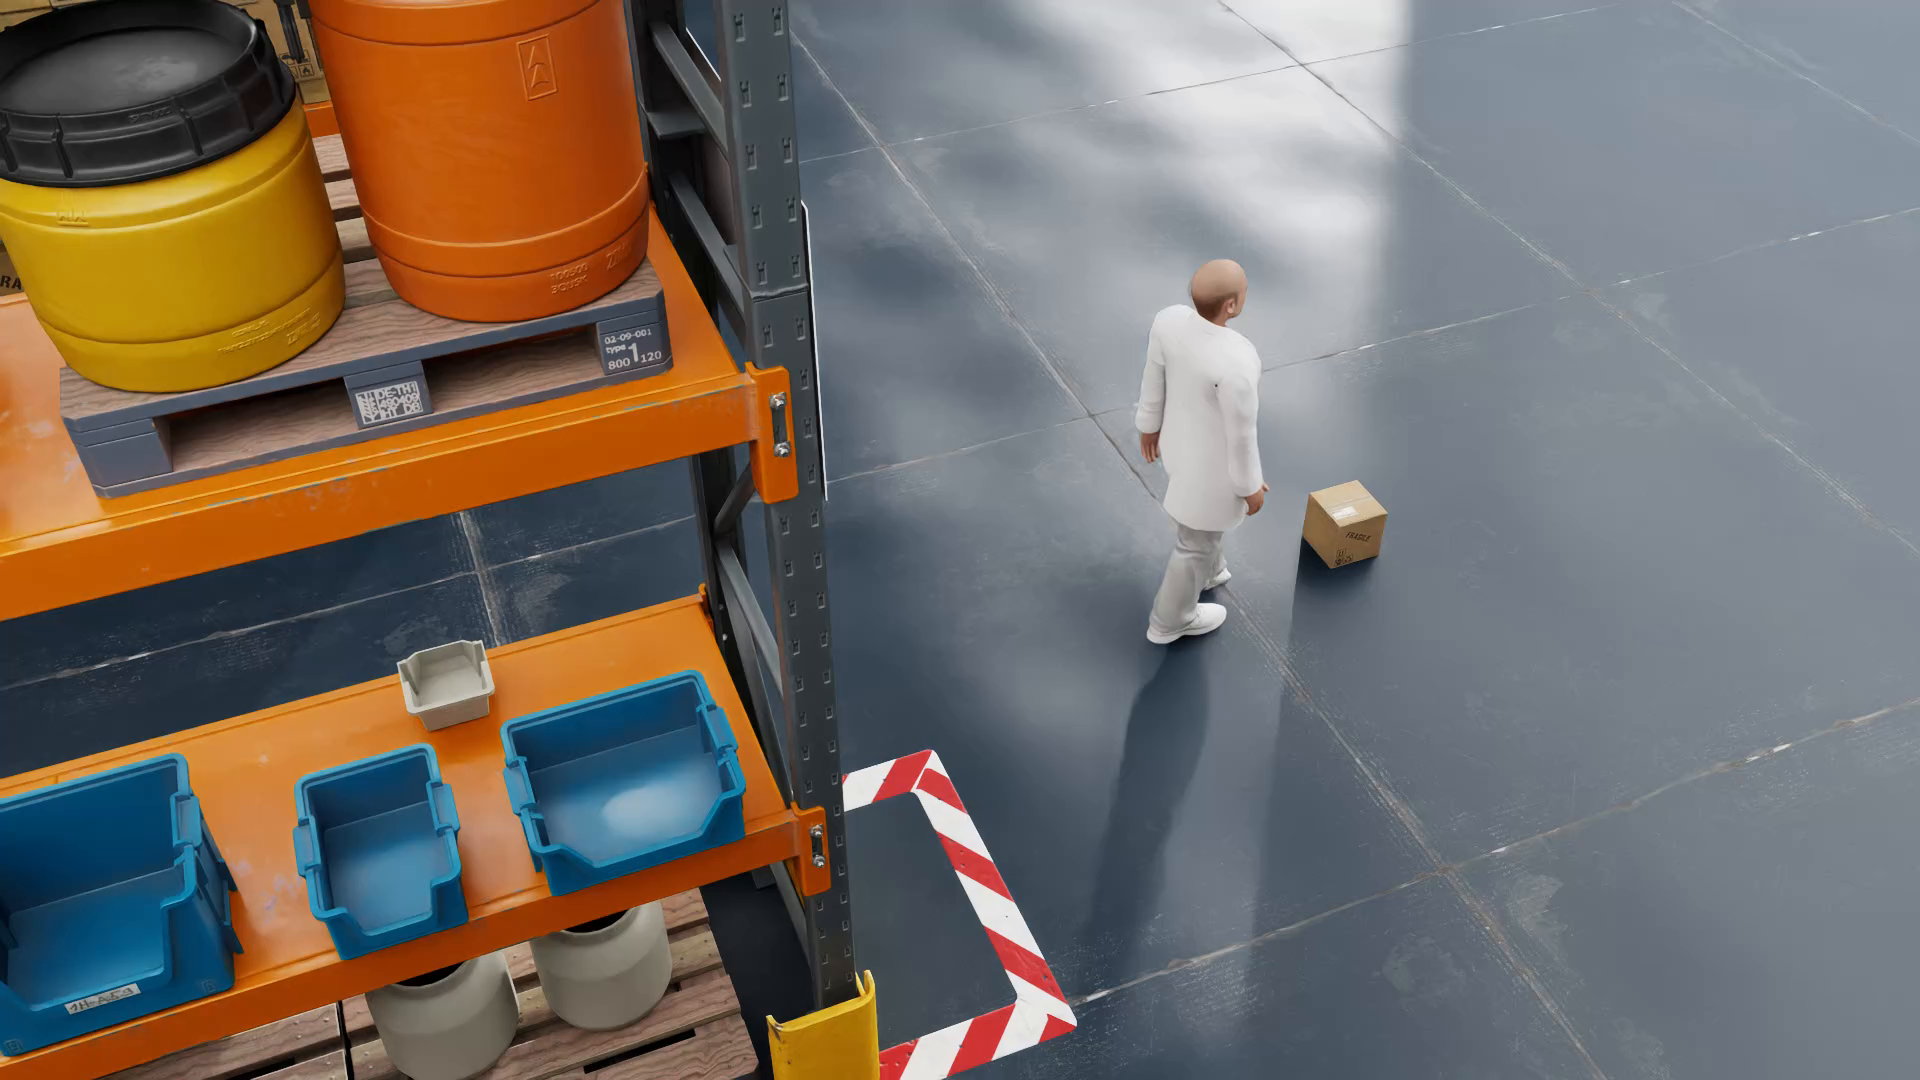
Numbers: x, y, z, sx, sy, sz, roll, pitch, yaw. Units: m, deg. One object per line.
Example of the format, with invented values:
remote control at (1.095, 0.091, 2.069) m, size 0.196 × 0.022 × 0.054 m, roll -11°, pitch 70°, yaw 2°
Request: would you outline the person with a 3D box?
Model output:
person at (1.026, -0.334, 6.581) m, size 0.592 × 1.848 × 0.613 m, roll -19°, pitch 45°, yaw -21°
